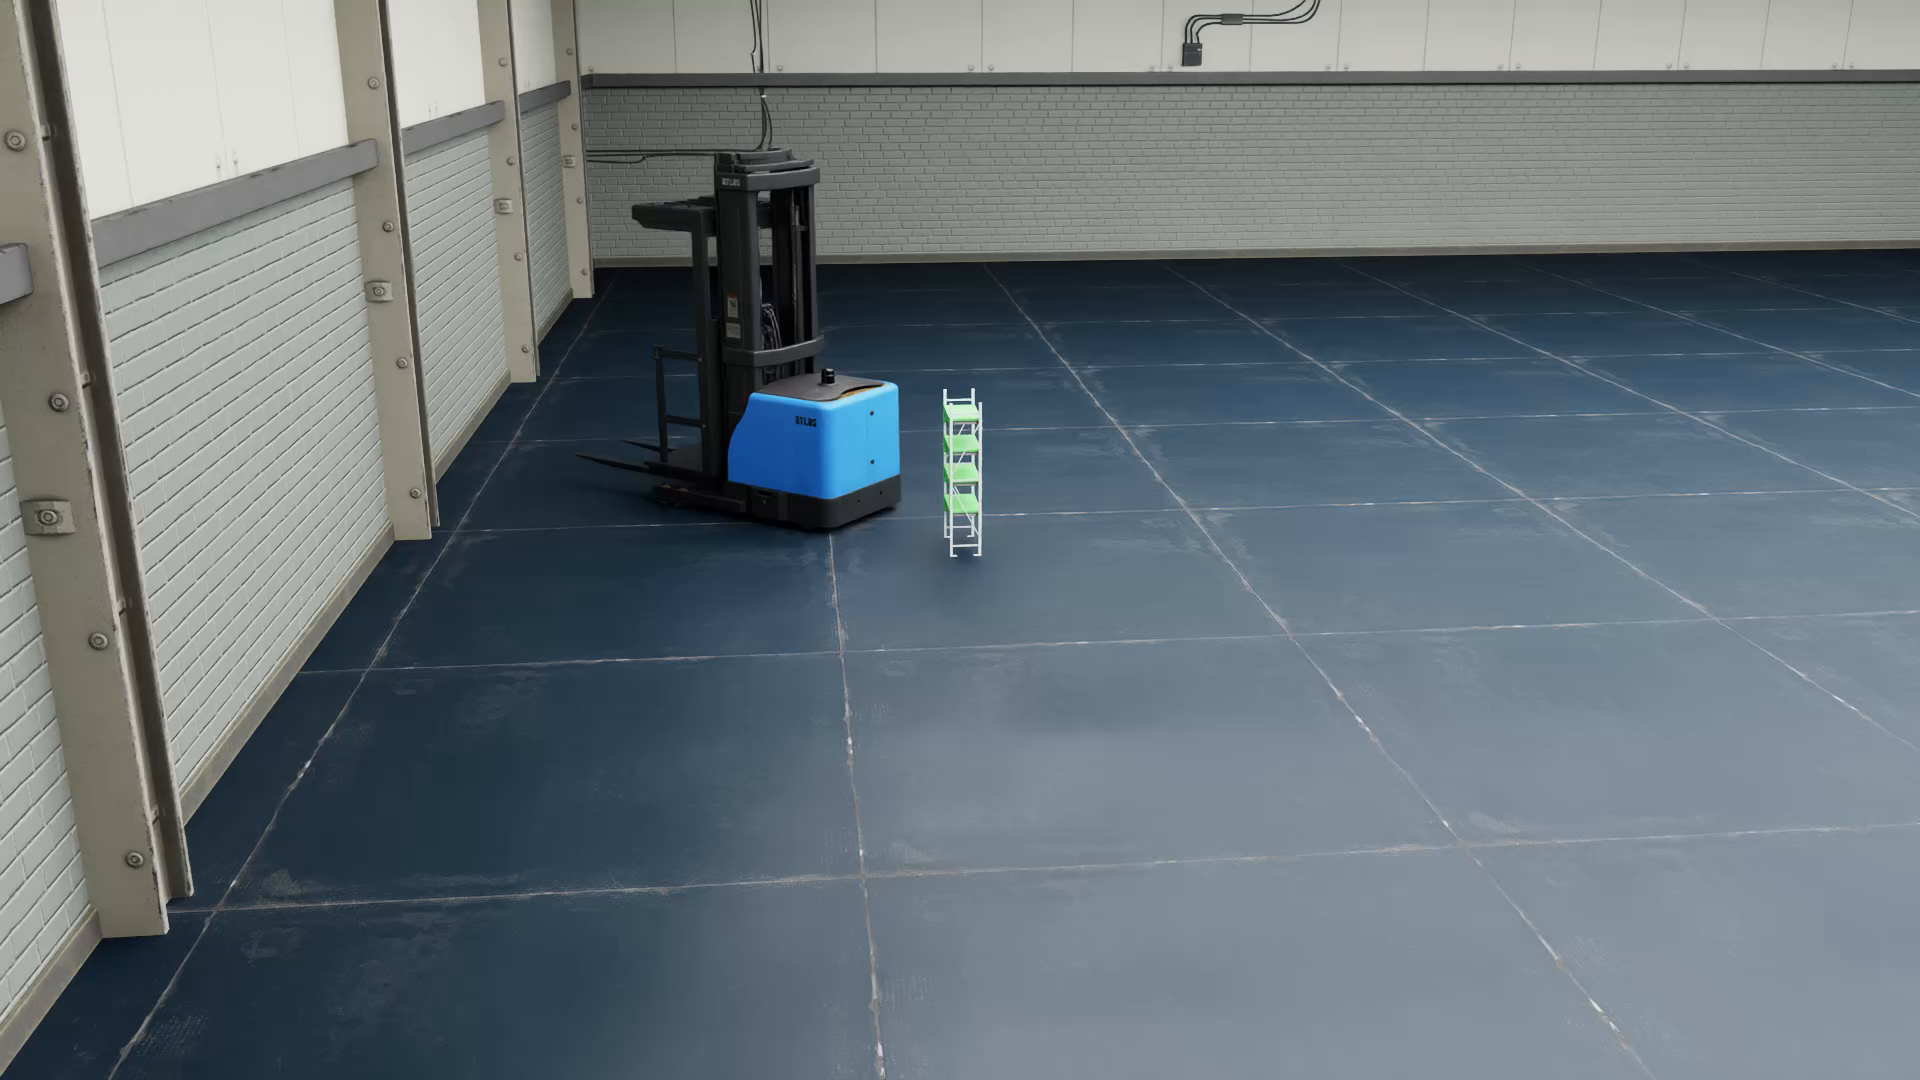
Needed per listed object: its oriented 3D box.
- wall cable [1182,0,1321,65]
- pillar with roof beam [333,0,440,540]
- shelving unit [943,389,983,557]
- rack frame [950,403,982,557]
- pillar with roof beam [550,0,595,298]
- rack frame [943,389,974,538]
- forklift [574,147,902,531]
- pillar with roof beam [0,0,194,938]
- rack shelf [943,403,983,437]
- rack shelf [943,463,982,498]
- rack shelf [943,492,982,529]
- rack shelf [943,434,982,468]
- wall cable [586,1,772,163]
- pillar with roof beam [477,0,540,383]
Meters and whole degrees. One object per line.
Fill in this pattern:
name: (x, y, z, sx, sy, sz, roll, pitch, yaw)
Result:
wall cable: (4.839, -10.760, 26.748, 2.305, 6.003, 0.169, -2, 18, -6)
pillar with roof beam: (-0.098, -4.488, 12.448, 9.100, 9.000, 0.400, -2, 18, -6)
shelving unit: (0.017, -0.523, 12.840, 0.258, 1.200, 0.503, -2, 18, -6)
rack frame: (0.042, -0.450, 12.609, 0.240, 1.200, 0.015, -2, 18, -6)
pillar with roof beam: (-1.335, -8.063, 23.836, 9.100, 9.000, 0.400, -2, 18, -6)
rack frame: (-0.008, -0.596, 13.072, 0.240, 1.200, 0.015, -2, 18, -6)
forklift: (-2.006, -1.791, 13.990, 3.031, 2.935, 1.130, 11, 21, 31)
pillar with roof beam: (0.521, -2.700, 6.754, 9.100, 9.000, 0.400, -2, 18, -6)
rack shelf: (0.017, -0.920, 12.716, 0.258, 0.148, 0.480, -2, 18, -6)
rack shelf: (0.017, -0.462, 12.859, 0.258, 0.148, 0.480, -2, 18, -6)
rack shelf: (0.017, -0.233, 12.931, 0.258, 0.148, 0.480, -2, 18, -6)
rack shelf: (0.017, -0.691, 12.788, 0.258, 0.148, 0.480, -2, 18, -6)
wall cable: (-4.606, -7.367, 26.803, 3.097, 2.526, 0.112, -2, 18, -6)
pillar with roof beam: (-0.716, -6.275, 18.142, 9.100, 9.000, 0.400, -2, 18, -6)
